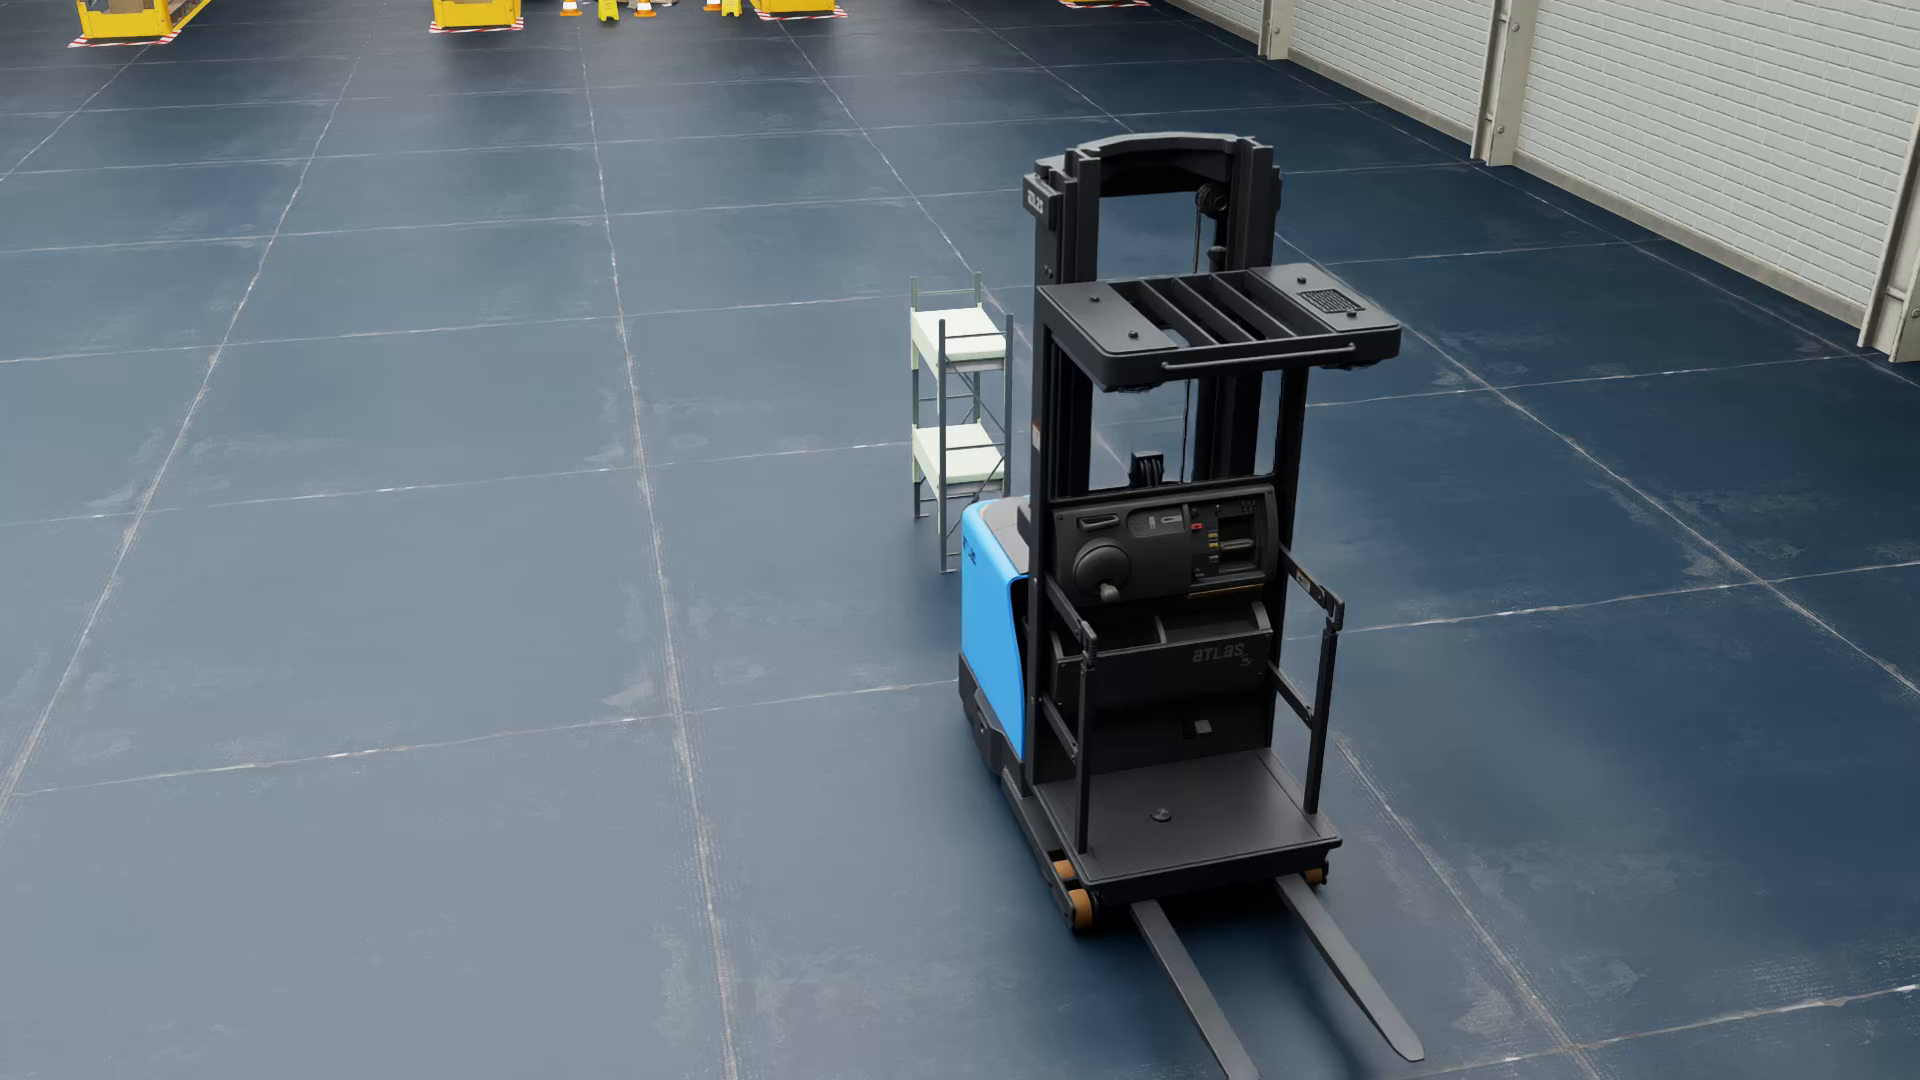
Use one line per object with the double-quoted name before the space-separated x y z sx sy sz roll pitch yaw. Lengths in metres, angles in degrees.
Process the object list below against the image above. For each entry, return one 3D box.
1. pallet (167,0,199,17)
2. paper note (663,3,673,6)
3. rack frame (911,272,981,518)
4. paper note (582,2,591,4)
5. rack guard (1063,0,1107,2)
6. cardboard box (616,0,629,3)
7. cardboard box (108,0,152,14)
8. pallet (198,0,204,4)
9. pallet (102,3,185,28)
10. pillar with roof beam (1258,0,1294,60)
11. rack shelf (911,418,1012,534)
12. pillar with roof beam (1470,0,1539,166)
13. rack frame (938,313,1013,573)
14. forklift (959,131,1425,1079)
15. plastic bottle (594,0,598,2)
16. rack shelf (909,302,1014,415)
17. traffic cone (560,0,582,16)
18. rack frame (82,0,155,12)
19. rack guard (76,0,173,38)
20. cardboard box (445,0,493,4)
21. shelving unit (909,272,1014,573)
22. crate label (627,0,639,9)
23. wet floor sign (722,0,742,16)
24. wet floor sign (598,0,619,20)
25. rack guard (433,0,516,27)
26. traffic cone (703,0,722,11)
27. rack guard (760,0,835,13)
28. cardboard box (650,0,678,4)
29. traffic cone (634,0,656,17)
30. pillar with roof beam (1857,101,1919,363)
"pallet" -12.662 -8.436 26.229 1.003 0.211 1.213 -6 27 -12
"paper note" -4.722 -8.646 26.846 0.148 0.019 0.142 -16 31 -29
"rack frame" -0.081 -0.827 9.725 0.400 1.500 0.023 -6 27 -12
"paper note" -6.060 -8.728 27.010 0.144 0.017 0.142 3 27 6
"rack guard" 2.271 -9.138 27.300 1.175 0.500 0.348 -6 27 -12
"cardboard box" -5.432 -9.158 27.336 0.637 0.503 0.797 19 32 32
"cardboard box" -12.349 -8.100 24.777 0.500 0.500 0.500 -1 27 -2
"pallet" -12.940 -8.972 27.292 1.003 0.211 1.213 -6 27 -12
"pallet" -12.391 -7.901 25.170 1.003 0.211 1.213 -6 27 -12
"pillar with roof beam" 0.144 -10.269 20.108 9.100 9.000 0.400 -6 27 -12
"rack shelf" 0.002 -0.376 9.553 0.431 0.370 0.720 -6 27 -12
"pillar with roof beam" 1.497 -7.635 14.889 9.100 9.000 0.400 -6 27 -12
"rack frame" 0.084 -0.506 9.088 0.400 1.500 0.023 -6 27 -12
"forklift" 0.878 0.057 6.384 1.130 2.935 3.031 -7 28 -14
"plastic bottle" -5.969 -8.894 27.304 0.133 0.061 0.283 -16 31 -29
"rack shelf" 0.002 -1.015 9.230 0.431 0.370 0.720 -6 27 -12
"traffic cone" -6.106 -8.457 25.991 0.336 0.463 0.334 -6 27 -12
"rack frame" -12.225 -8.752 23.762 1.000 3.000 0.127 -6 27 -12
"rack guard" -12.242 -7.670 24.391 1.175 0.500 0.348 -6 27 -12
"cardboard box" -7.587 -8.742 25.632 0.875 0.875 0.875 -6 27 -11
"shelving unit" 0.002 -0.667 9.406 0.431 1.500 0.755 -6 27 -12
"crate label" -5.166 -8.615 26.667 0.250 0.136 0.298 -23 35 -38
"wet floor sign" -3.569 -8.516 25.905 0.267 0.644 0.232 3 27 6
"wet floor sign" -5.434 -8.349 25.575 0.267 0.644 0.232 -11 29 -20
"rack guard" -7.364 -8.085 25.214 1.175 0.500 0.348 -6 27 -12
"traffic cone" -3.924 -8.684 26.441 0.336 0.463 0.334 -6 27 -12
"rack guard" -2.587 -8.676 26.385 1.175 0.500 0.348 -6 27 -12
"cardboard box" -4.833 -8.856 27.131 0.380 0.149 0.250 8 28 15
"traffic cone" -4.928 -8.422 25.922 0.336 0.463 0.334 -6 27 -12
"pillar with roof beam" 2.849 -5.001 9.670 9.100 9.000 0.400 -6 27 -12
